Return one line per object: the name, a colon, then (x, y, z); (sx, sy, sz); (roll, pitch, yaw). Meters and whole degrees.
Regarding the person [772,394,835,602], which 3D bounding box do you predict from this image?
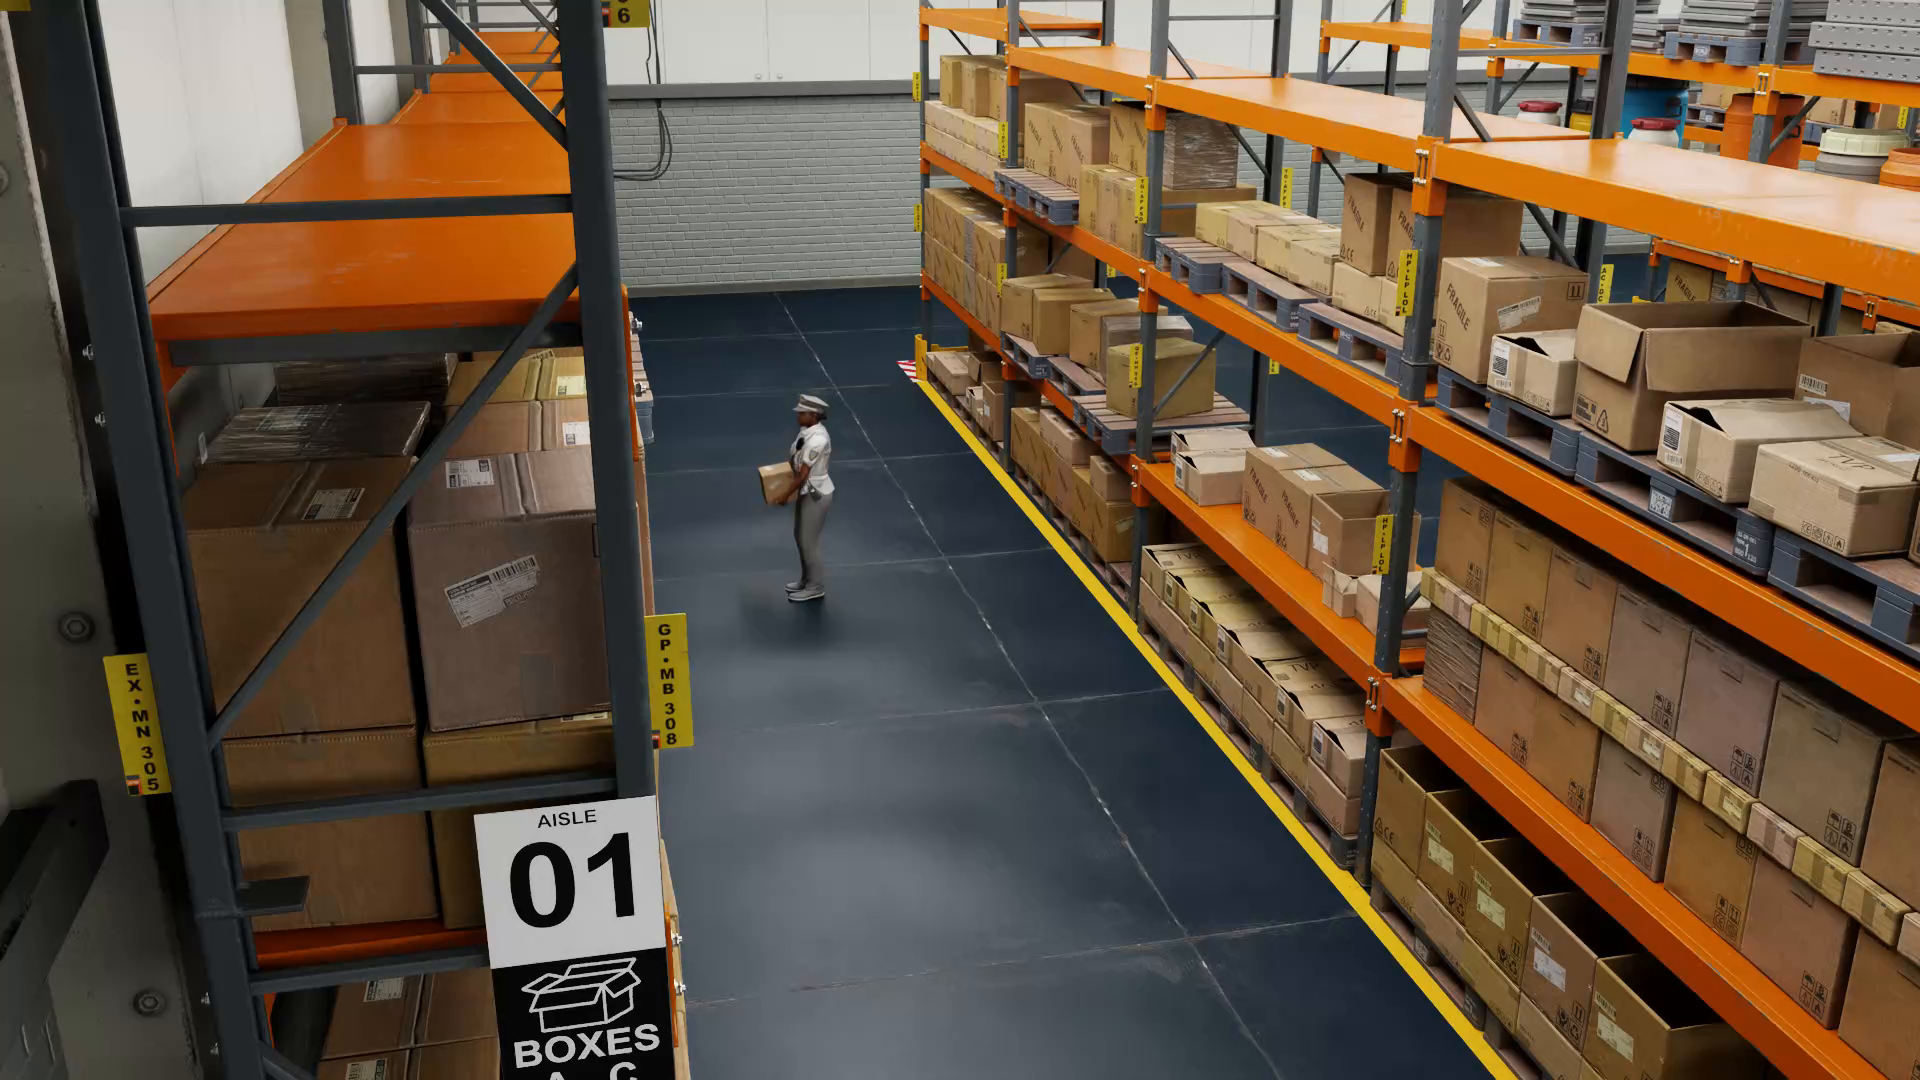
person: (-1.266, -0.347, 13.284); (0.521, 1.691, 0.424); (-5, 20, -13)
